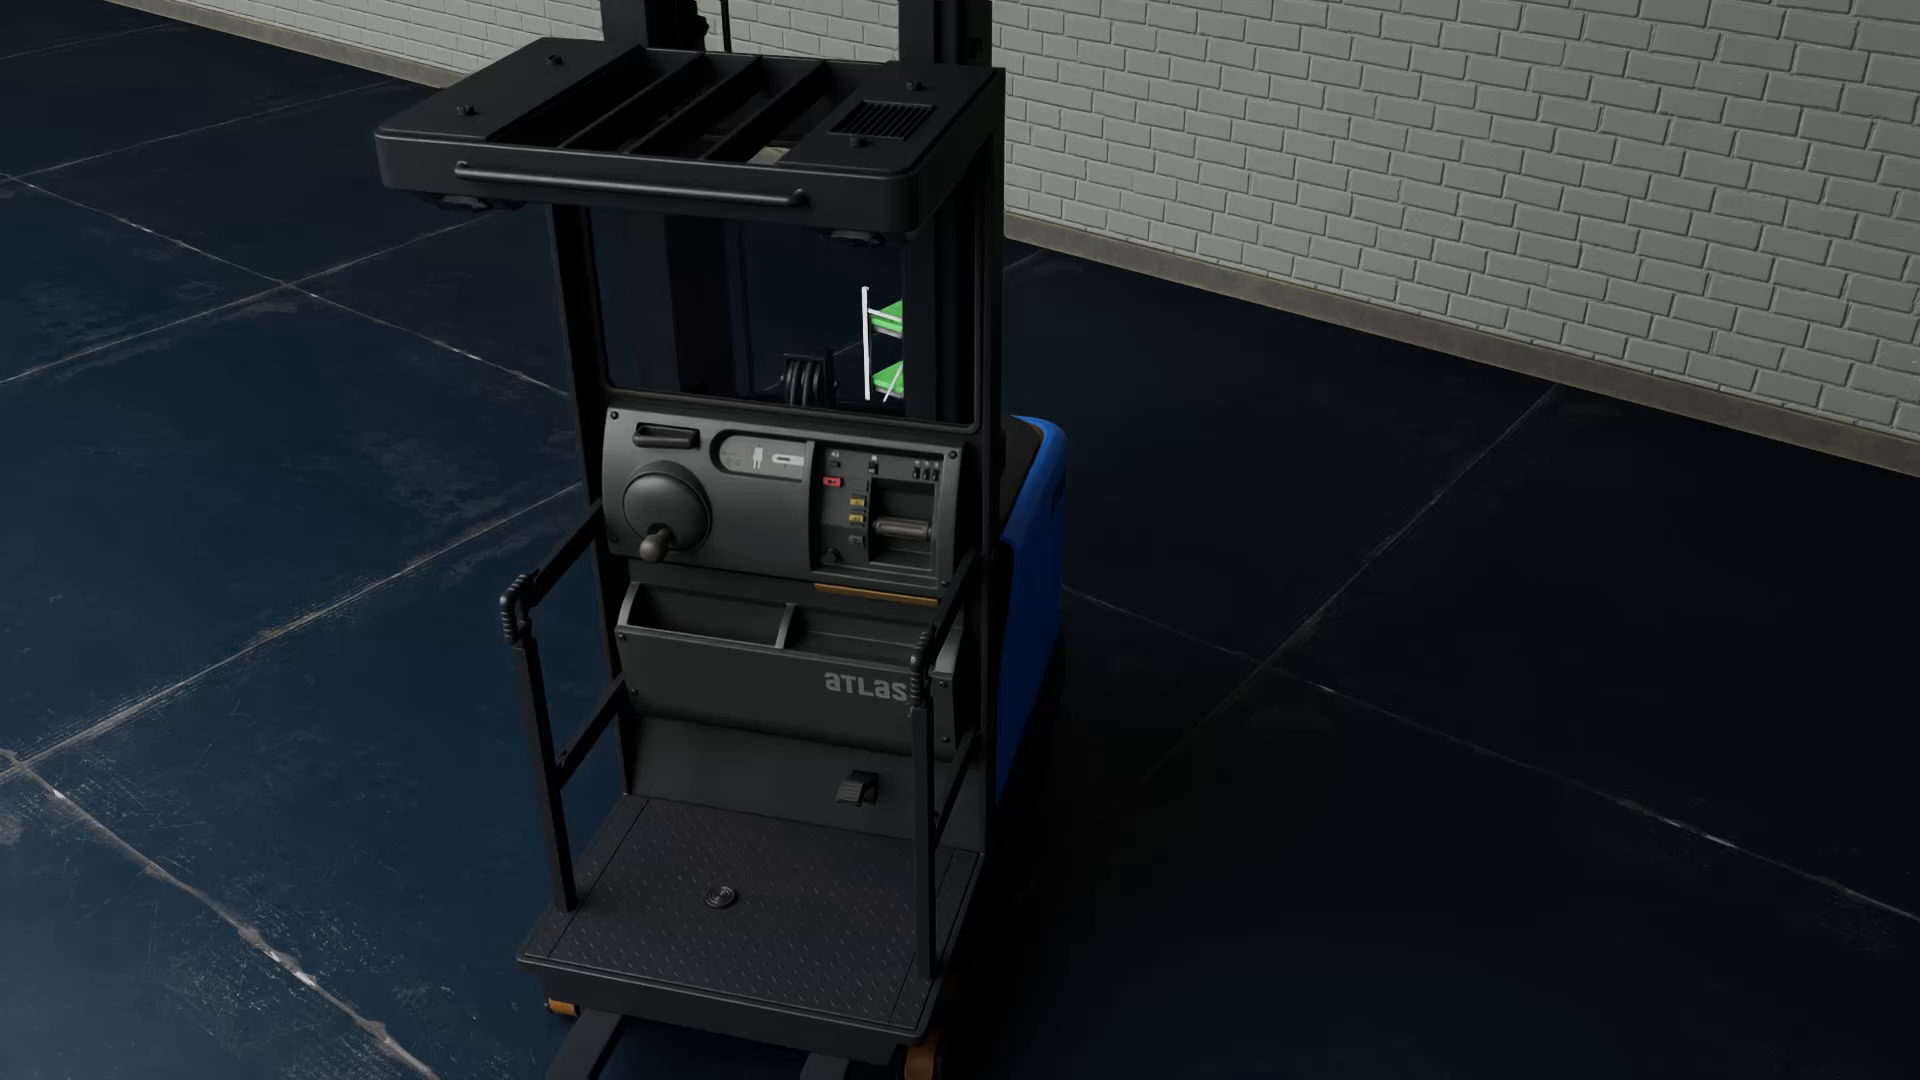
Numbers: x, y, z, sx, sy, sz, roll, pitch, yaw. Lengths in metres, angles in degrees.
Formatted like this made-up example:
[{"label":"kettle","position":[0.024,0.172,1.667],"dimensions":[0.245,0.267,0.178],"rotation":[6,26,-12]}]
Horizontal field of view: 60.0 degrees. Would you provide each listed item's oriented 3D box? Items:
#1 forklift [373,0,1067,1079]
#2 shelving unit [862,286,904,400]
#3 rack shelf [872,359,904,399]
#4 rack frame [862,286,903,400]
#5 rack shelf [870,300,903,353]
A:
[{"label":"forklift","position":[-0.501,-0.052,3.964],"dimensions":[1.130,2.935,3.031],"rotation":[7,31,12]},{"label":"shelving unit","position":[-0.100,-0.449,6.331],"dimensions":[0.258,1.200,0.503],"rotation":[21,37,31]},{"label":"rack shelf","position":[-0.100,-0.600,6.241],"dimensions":[0.258,0.148,0.480],"rotation":[21,37,31]},{"label":"rack frame","position":[-0.247,-0.350,6.163],"dimensions":[0.240,1.200,0.015],"rotation":[21,37,31]},{"label":"rack shelf","position":[-0.100,-0.807,6.118],"dimensions":[0.258,0.148,0.480],"rotation":[21,37,31]}]
